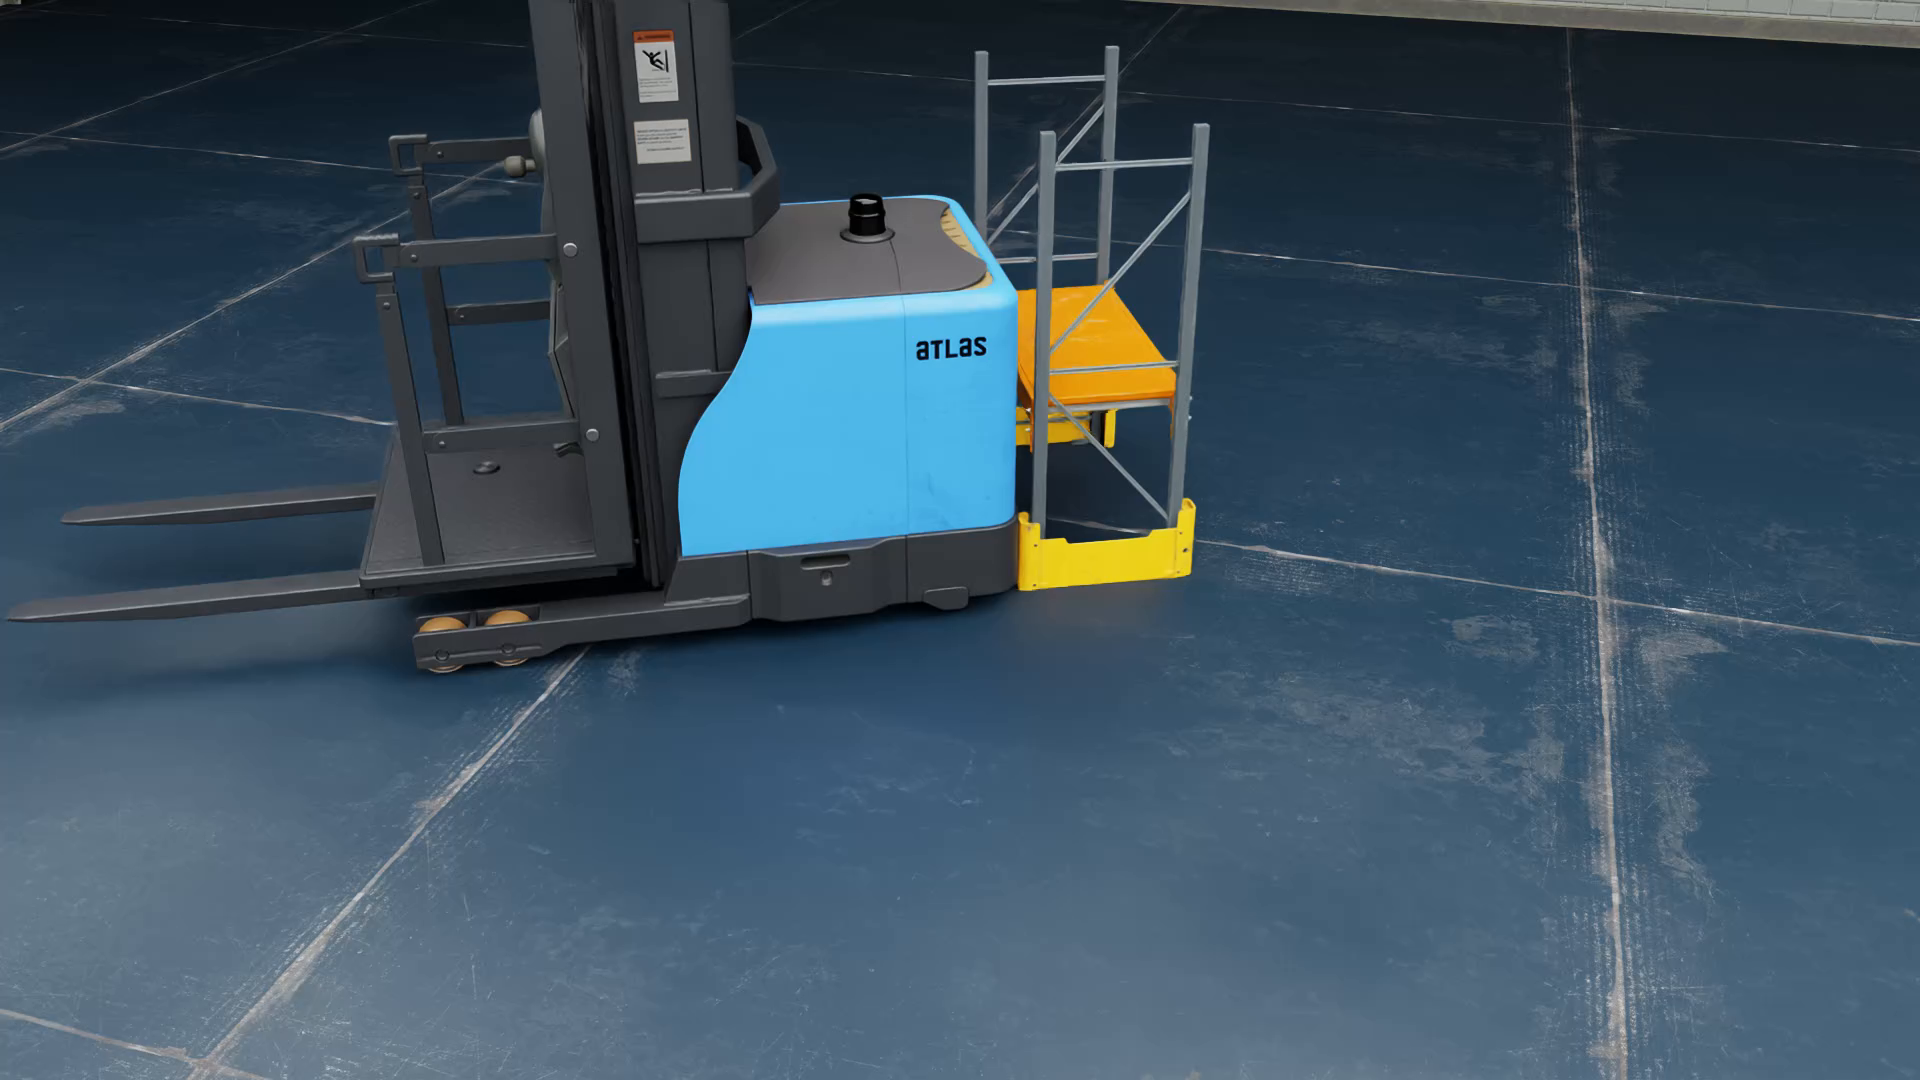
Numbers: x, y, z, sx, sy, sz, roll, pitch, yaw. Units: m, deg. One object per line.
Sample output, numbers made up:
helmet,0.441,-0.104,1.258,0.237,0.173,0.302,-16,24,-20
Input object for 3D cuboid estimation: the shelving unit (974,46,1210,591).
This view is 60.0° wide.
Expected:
shelving unit,0.389,-0.770,5.591,0.587,1.500,1.083,-5,29,-9

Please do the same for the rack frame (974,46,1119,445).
rack frame,0.297,-1.018,6.036,0.500,1.500,0.032,-5,29,-9

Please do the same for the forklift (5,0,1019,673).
forklift,-1.383,-1.159,4.819,3.031,2.935,1.130,-6,30,-10

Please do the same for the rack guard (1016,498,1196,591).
rack guard,0.476,0.015,5.467,0.587,0.250,0.087,-5,29,-9

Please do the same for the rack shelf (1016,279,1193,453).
rack shelf,0.387,-0.617,5.687,0.538,0.185,1.000,-5,29,-9

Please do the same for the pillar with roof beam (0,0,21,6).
pillar with roof beam,-3.818,-7.673,10.286,9.100,9.000,0.400,8,30,15

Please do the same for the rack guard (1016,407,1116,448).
rack guard,0.301,-0.462,6.324,0.587,0.250,0.087,-5,29,-9

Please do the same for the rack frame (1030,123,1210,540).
rack frame,0.477,-0.531,5.162,0.500,1.500,0.032,-5,29,-9
